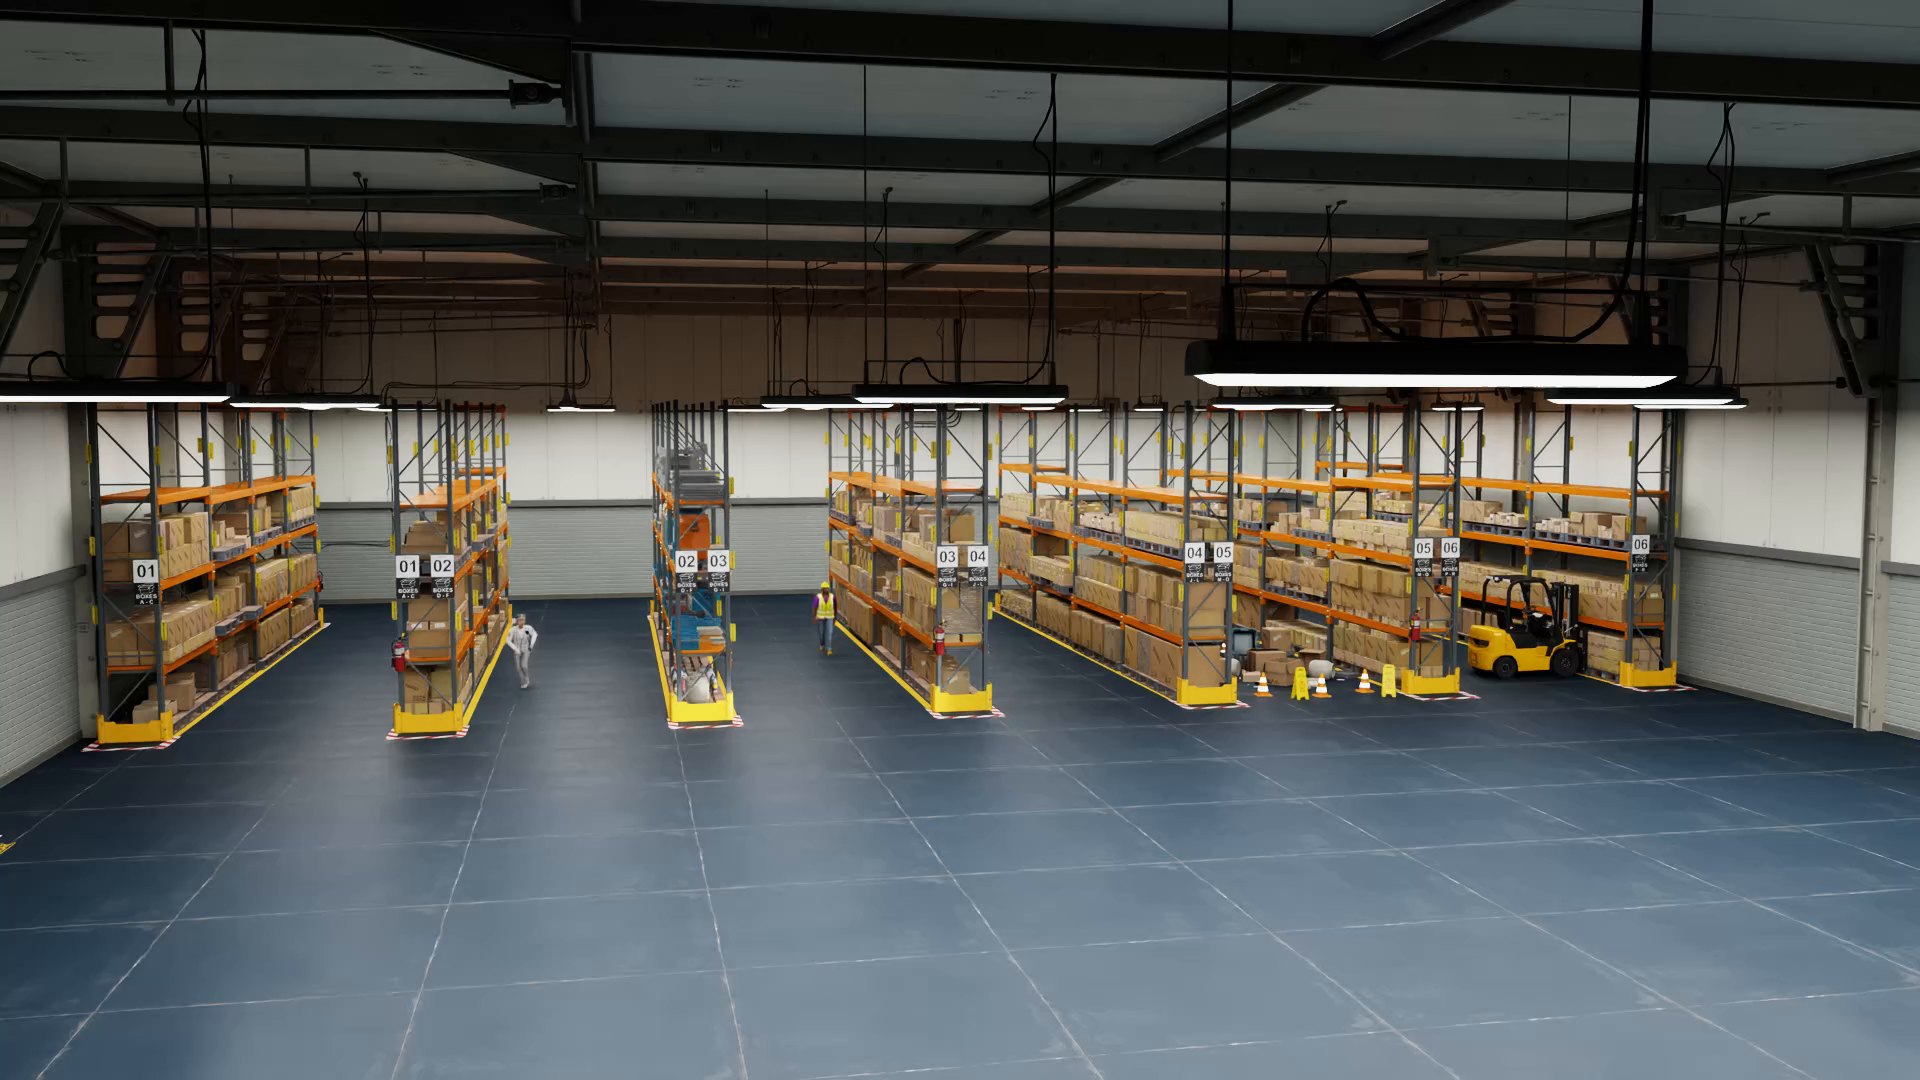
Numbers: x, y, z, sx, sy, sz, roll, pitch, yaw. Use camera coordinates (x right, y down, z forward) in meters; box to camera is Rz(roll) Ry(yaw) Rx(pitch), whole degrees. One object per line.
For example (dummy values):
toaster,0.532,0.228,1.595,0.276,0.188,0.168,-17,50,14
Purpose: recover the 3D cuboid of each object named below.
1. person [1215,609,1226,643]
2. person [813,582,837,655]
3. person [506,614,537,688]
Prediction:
person,6.544,1.702,41.559,0.552,1.779,0.633,4,6,44
person,-3.213,1.862,39.643,0.595,1.705,1.070,-1,4,-9
person,-9.149,2.310,34.716,0.564,1.604,0.703,0,4,-3
